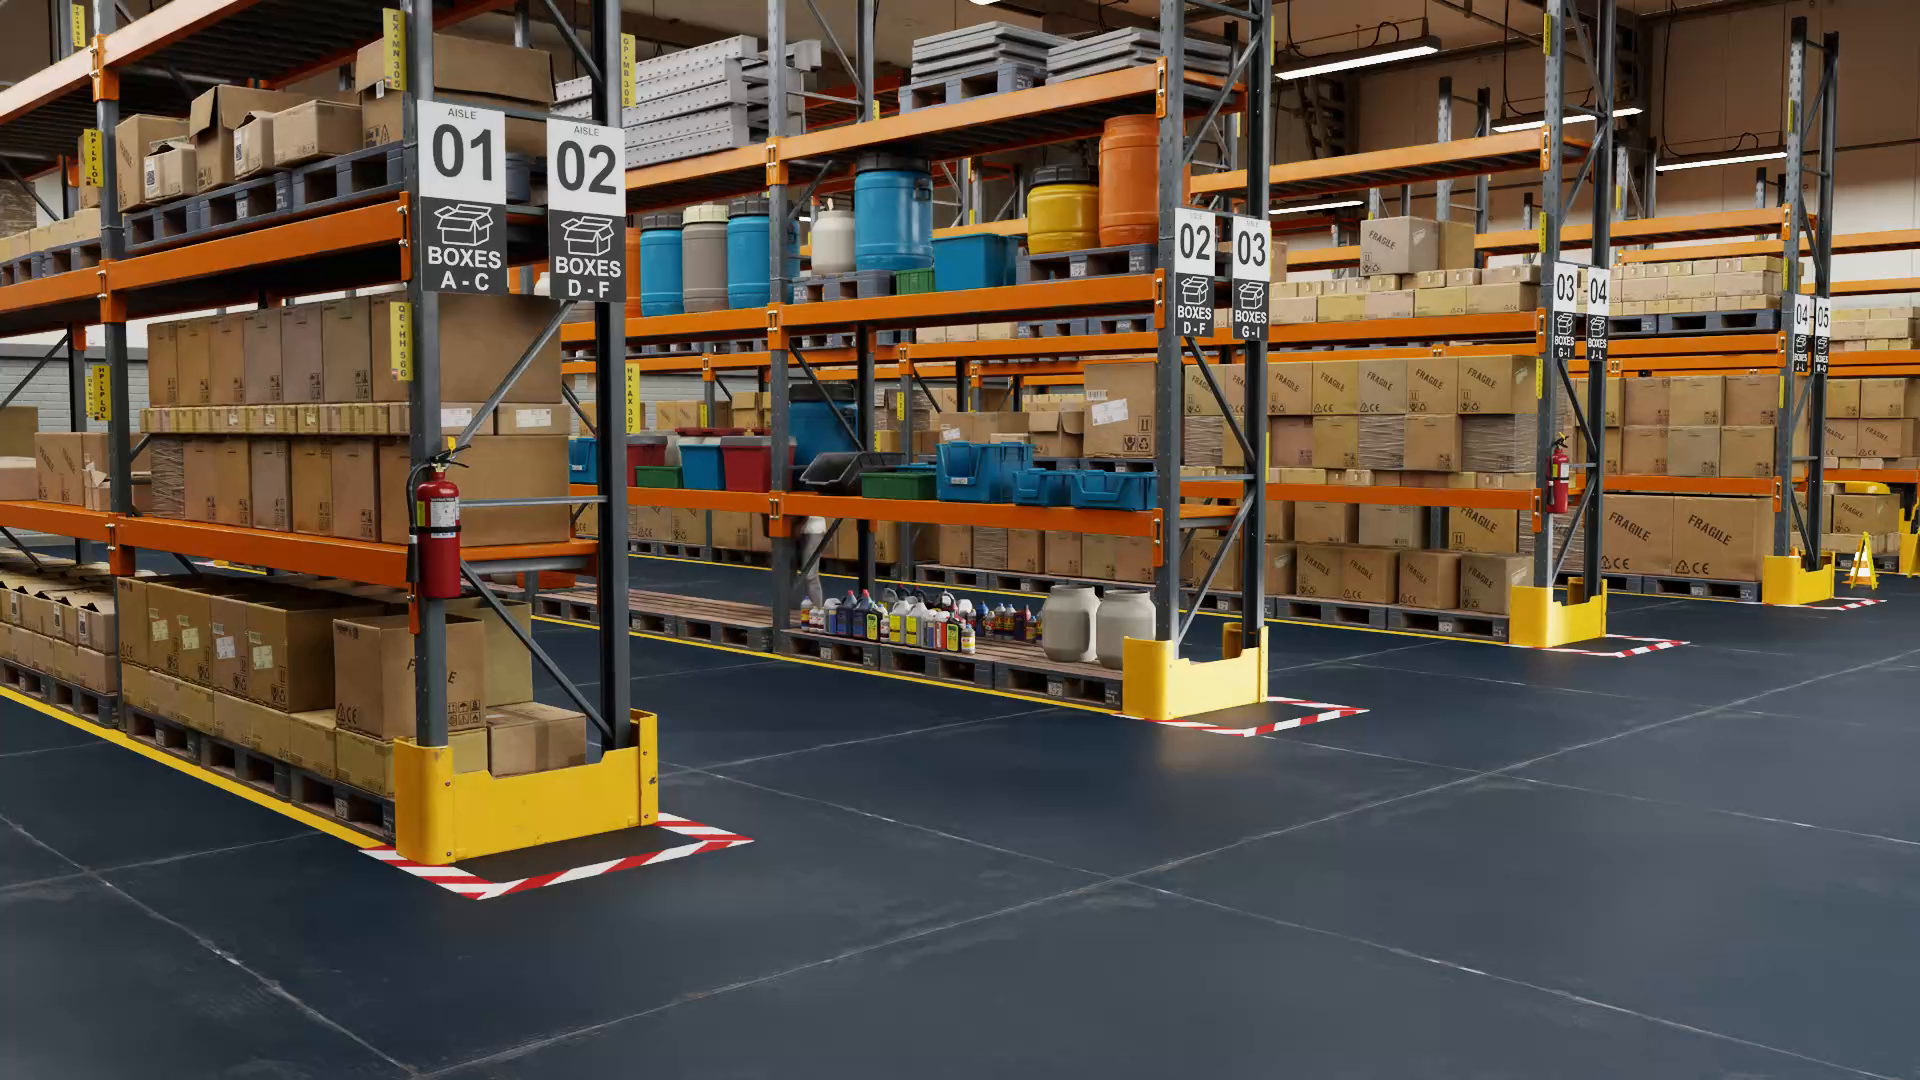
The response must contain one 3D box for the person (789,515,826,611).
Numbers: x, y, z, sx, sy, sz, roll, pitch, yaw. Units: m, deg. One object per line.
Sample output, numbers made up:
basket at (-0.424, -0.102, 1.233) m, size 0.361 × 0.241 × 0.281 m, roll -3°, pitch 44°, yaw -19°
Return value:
person at (-1.464, -0.048, 14.827) m, size 0.505 × 1.763 × 0.572 m, roll 2°, pitch 4°, yaw 30°
